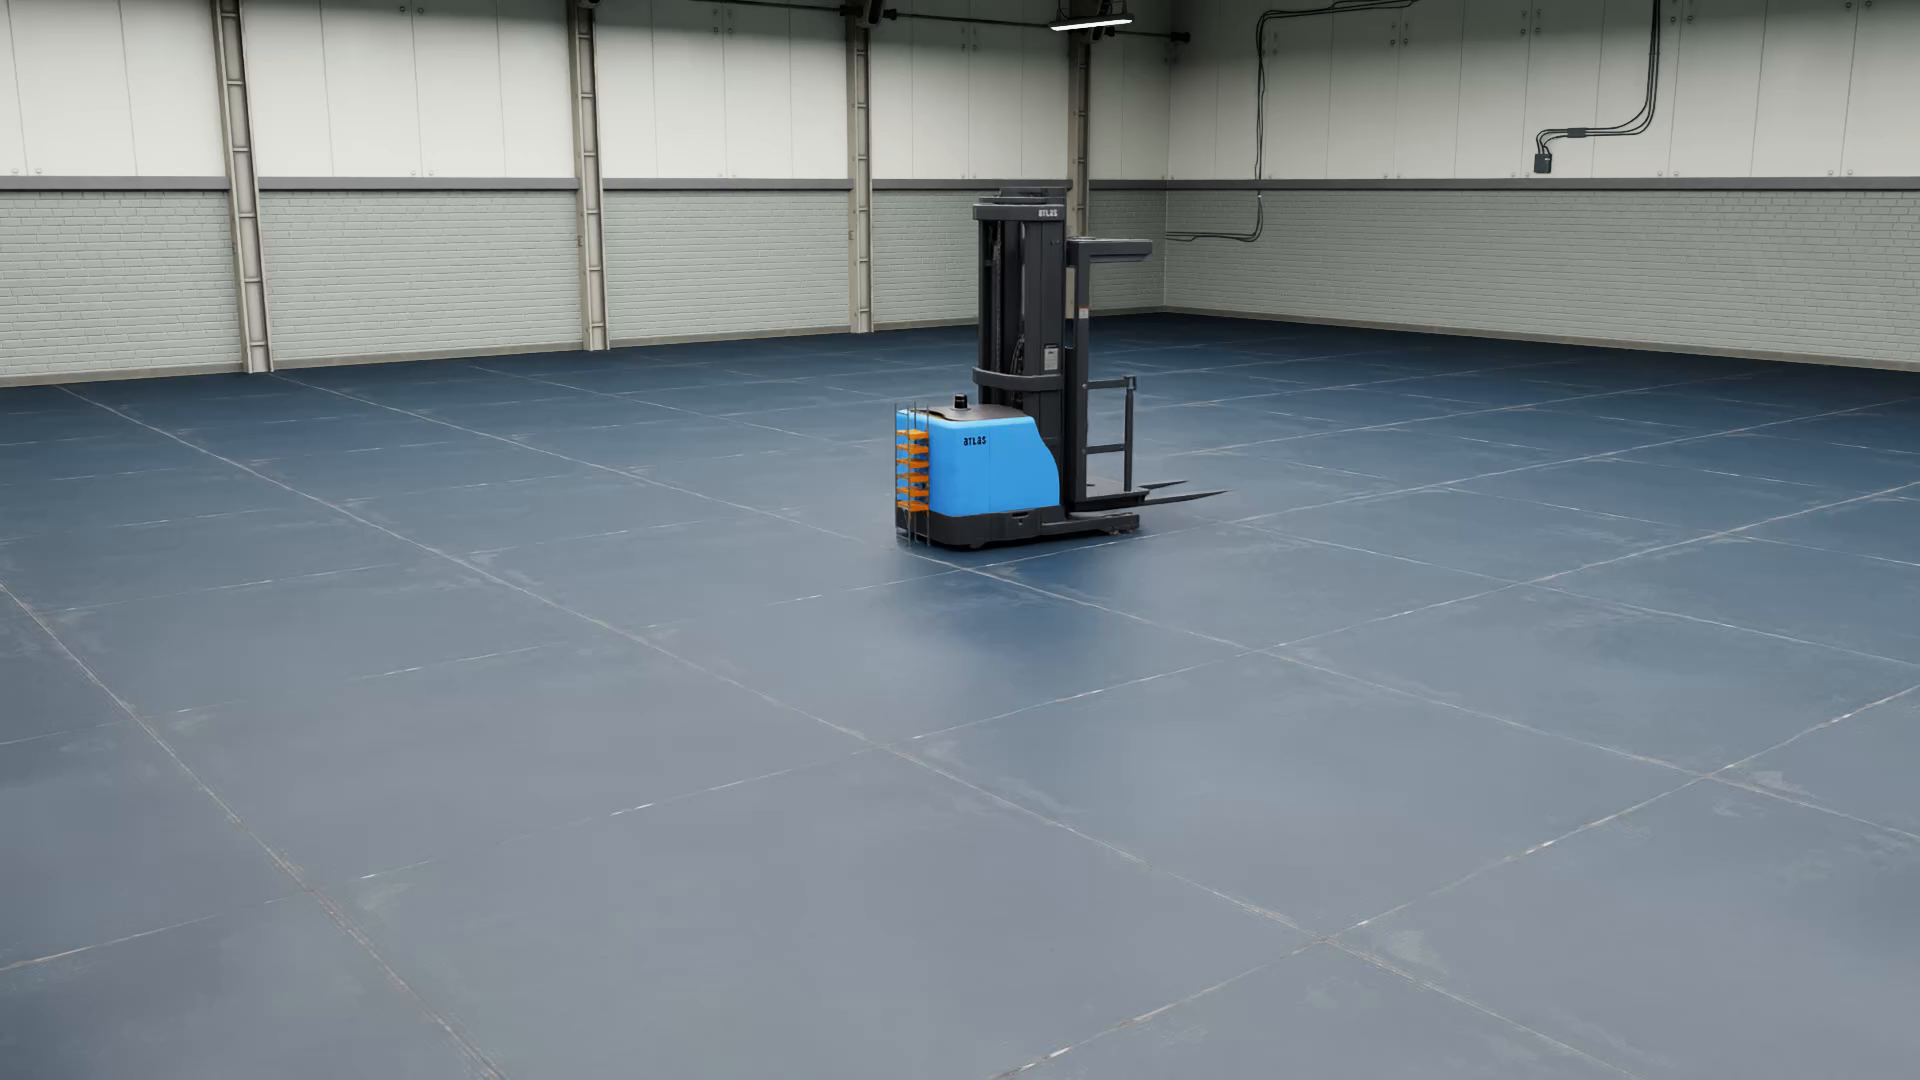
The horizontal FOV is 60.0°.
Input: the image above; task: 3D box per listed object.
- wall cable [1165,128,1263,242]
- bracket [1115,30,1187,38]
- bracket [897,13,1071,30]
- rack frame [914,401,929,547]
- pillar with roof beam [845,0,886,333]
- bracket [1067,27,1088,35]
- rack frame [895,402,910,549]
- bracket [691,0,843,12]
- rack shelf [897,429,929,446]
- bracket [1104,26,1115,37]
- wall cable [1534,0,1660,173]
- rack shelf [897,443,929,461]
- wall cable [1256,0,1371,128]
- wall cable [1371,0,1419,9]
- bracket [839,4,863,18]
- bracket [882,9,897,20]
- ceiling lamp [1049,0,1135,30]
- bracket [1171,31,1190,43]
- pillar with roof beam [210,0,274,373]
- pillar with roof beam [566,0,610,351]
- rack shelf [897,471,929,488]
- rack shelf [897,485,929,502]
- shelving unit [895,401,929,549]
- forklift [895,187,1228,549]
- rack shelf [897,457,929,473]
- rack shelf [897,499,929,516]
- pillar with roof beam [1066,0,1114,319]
[{"bbox_3d":[5.782,-8.126,38.208,0.112,2.526,3.097,-9,15,-38],"label":"wall cable"},{"bbox_3d":[4.591,-11.465,37.792,3.189,0.066,0.076,-9,15,-38],"label":"bracket"},{"bbox_3d":[0.542,-10.792,34.623,4.783,0.066,0.076,-9,15,-38],"label":"bracket"},{"bbox_3d":[-0.318,-0.549,13.827,0.006,1.200,0.240,-7,14,-30],"label":"rack frame"},{"bbox_3d":[0.660,-8.000,30.141,0.548,9.000,9.100,-9,15,-38],"label":"pillar with roof beam"},{"bbox_3d":[2.553,-11.127,36.197,0.430,0.232,0.235,-9,15,-38],"label":"bracket"},{"bbox_3d":[-0.476,-0.530,13.737,0.006,1.200,0.240,-7,14,-30],"label":"rack frame"},{"bbox_3d":[-4.144,-10.014,30.956,4.783,0.066,0.076,-9,15,-38],"label":"bracket"},{"bbox_3d":[-0.397,-0.848,13.717,0.180,0.103,0.258,-7,14,-30],"label":"rack shelf"},{"bbox_3d":[3.202,-11.234,36.704,0.430,0.232,0.235,-9,15,-38],"label":"bracket"},{"bbox_3d":[11.700,-9.767,30.272,0.169,6.003,2.305,-9,15,-38],"label":"wall cable"},{"bbox_3d":[-0.397,-0.731,13.741,0.180,0.103,0.258,-7,14,-30],"label":"rack shelf"},{"bbox_3d":[7.472,-10.158,35.618,0.112,2.526,3.097,-9,15,-38],"label":"wall cable"},{"bbox_3d":[9.405,-11.881,32.781,0.112,2.526,3.097,-9,15,-38],"label":"wall cable"},{"bbox_3d":[-2.132,-10.348,32.531,0.430,0.232,0.235,-9,15,-38],"label":"bracket"},{"bbox_3d":[-1.484,-10.456,33.038,0.430,0.232,0.235,-9,15,-38],"label":"bracket"},{"bbox_3d":[2.605,-11.061,30.500,0.800,3.185,2.000,-9,15,-38],"label":"ceiling lamp"},{"bbox_3d":[5.052,-11.542,38.153,0.430,0.232,0.235,-9,15,-38],"label":"bracket"},{"bbox_3d":[-8.710,-6.443,22.808,0.400,9.000,9.100,-9,15,-38],"label":"pillar with roof beam"},{"bbox_3d":[-4.025,-7.222,26.474,0.548,9.000,9.100,-9,15,-38],"label":"pillar with roof beam"},{"bbox_3d":[-0.397,-0.496,13.791,0.180,0.103,0.258,-7,14,-30],"label":"rack shelf"},{"bbox_3d":[-0.397,-0.379,13.816,0.180,0.103,0.258,-7,14,-30],"label":"rack shelf"},{"bbox_3d":[-0.397,-0.540,13.782,0.189,1.200,0.258,-7,14,-30],"label":"shelving unit"},{"bbox_3d":[0.972,-1.564,14.437,3.031,2.935,1.130,-7,14,-30],"label":"forklift"},{"bbox_3d":[-0.397,-0.614,13.766,0.180,0.103,0.258,-7,14,-30],"label":"rack shelf"},{"bbox_3d":[-0.397,-0.262,13.841,0.180,0.103,0.258,-7,14,-30],"label":"rack shelf"},{"bbox_3d":[5.345,-8.779,33.807,0.548,9.000,9.100,-9,15,-38],"label":"pillar with roof beam"}]
